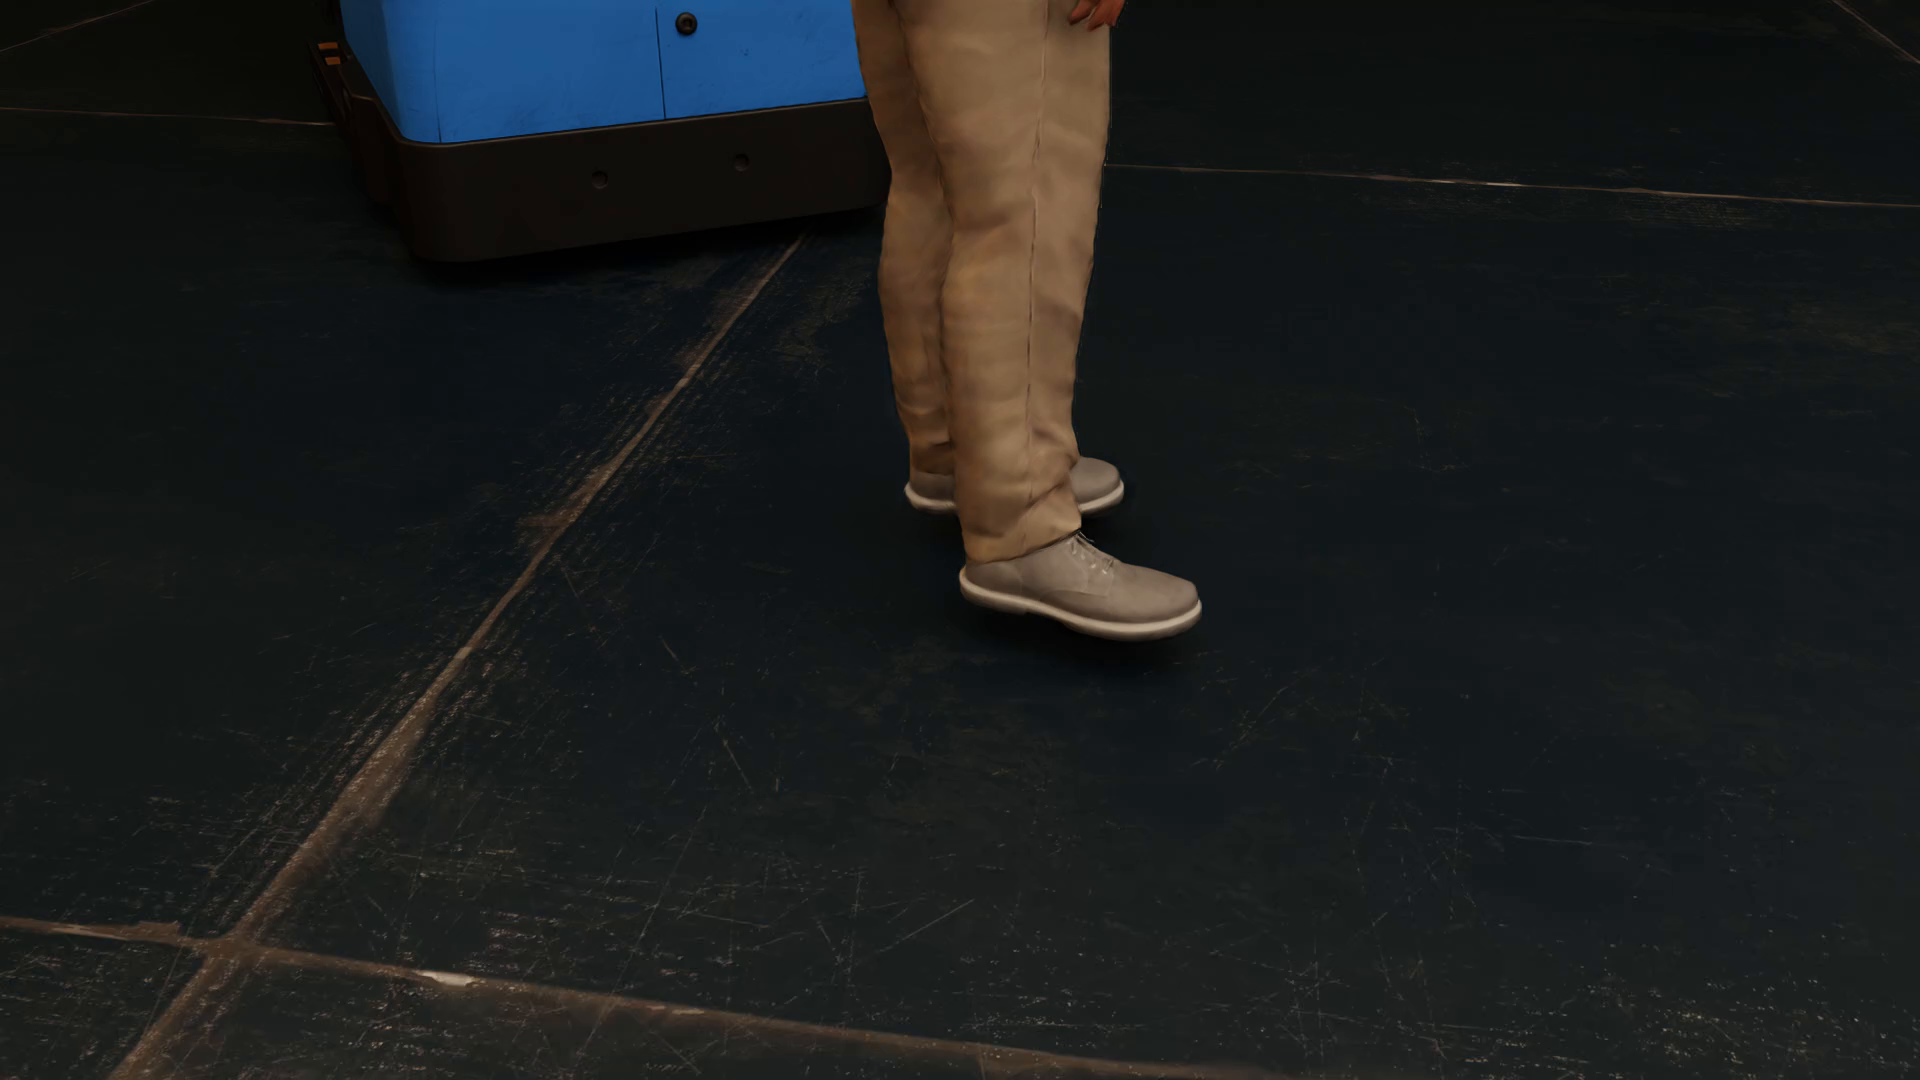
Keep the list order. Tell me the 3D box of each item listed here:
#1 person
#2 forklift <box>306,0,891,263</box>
[{"bbox_3d":[0.054,-0.776,2.024,0.418,1.728,0.753,-13,31,-21],"label":"person"},{"bbox_3d":[-1.220,-2.535,4.050,1.130,2.935,3.031,-12,31,-21],"label":"forklift"}]
